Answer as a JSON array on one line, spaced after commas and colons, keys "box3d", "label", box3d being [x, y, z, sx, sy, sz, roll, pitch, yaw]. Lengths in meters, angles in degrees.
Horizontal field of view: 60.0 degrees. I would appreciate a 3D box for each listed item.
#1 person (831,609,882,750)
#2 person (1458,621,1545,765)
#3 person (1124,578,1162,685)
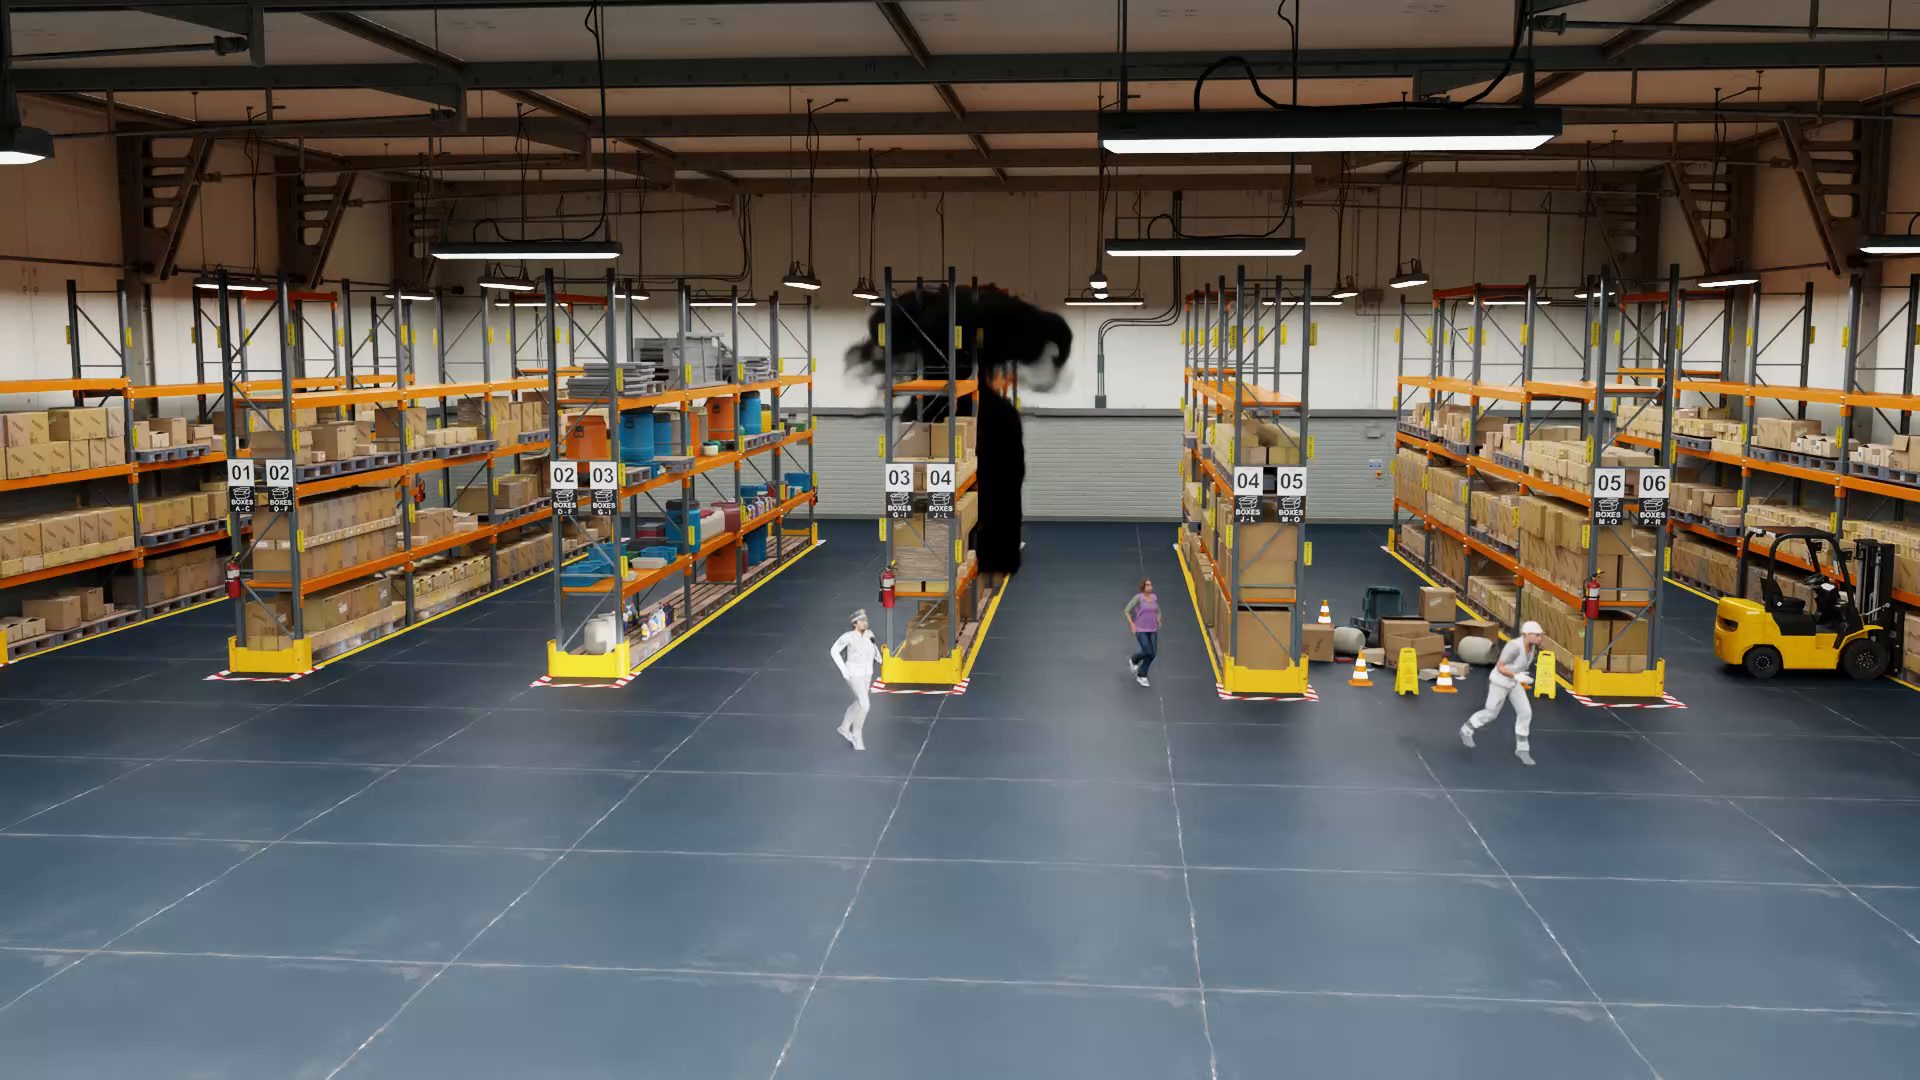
[{"box3d": [-1.252, 1.709, 20.440, 0.691, 1.766, 0.626, 6, 9, 42], "label": "person"}, {"box3d": [6.467, 1.778, 19.864, 0.703, 1.729, 1.060, -7, 10, -44], "label": "person"}, {"box3d": [2.698, 1.332, 24.022, 0.541, 1.568, 0.498, -3, 8, -26], "label": "person"}]
